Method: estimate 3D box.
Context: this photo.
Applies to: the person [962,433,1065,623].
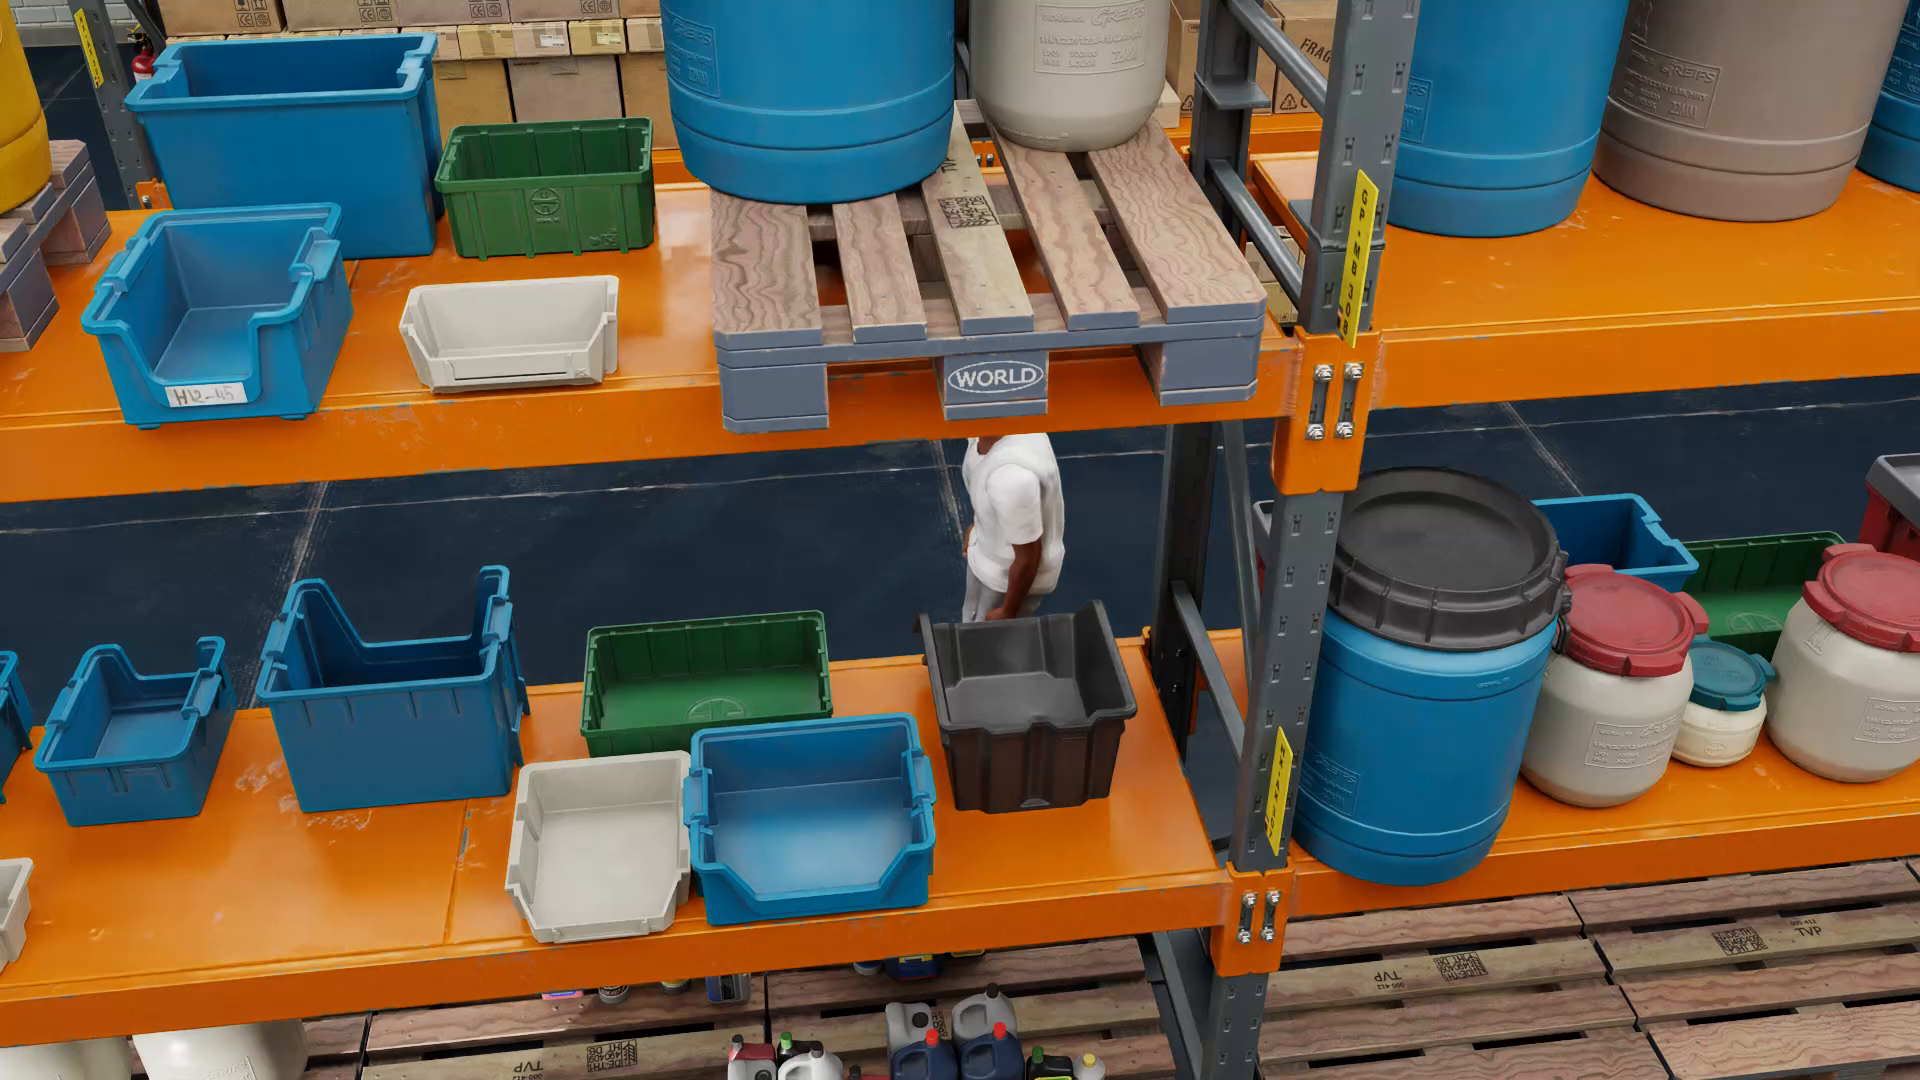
[{"bbox_3d":[0.130,0.092,5.994,0.459,1.760,0.625,-5,35,-7],"label":"person"}]
